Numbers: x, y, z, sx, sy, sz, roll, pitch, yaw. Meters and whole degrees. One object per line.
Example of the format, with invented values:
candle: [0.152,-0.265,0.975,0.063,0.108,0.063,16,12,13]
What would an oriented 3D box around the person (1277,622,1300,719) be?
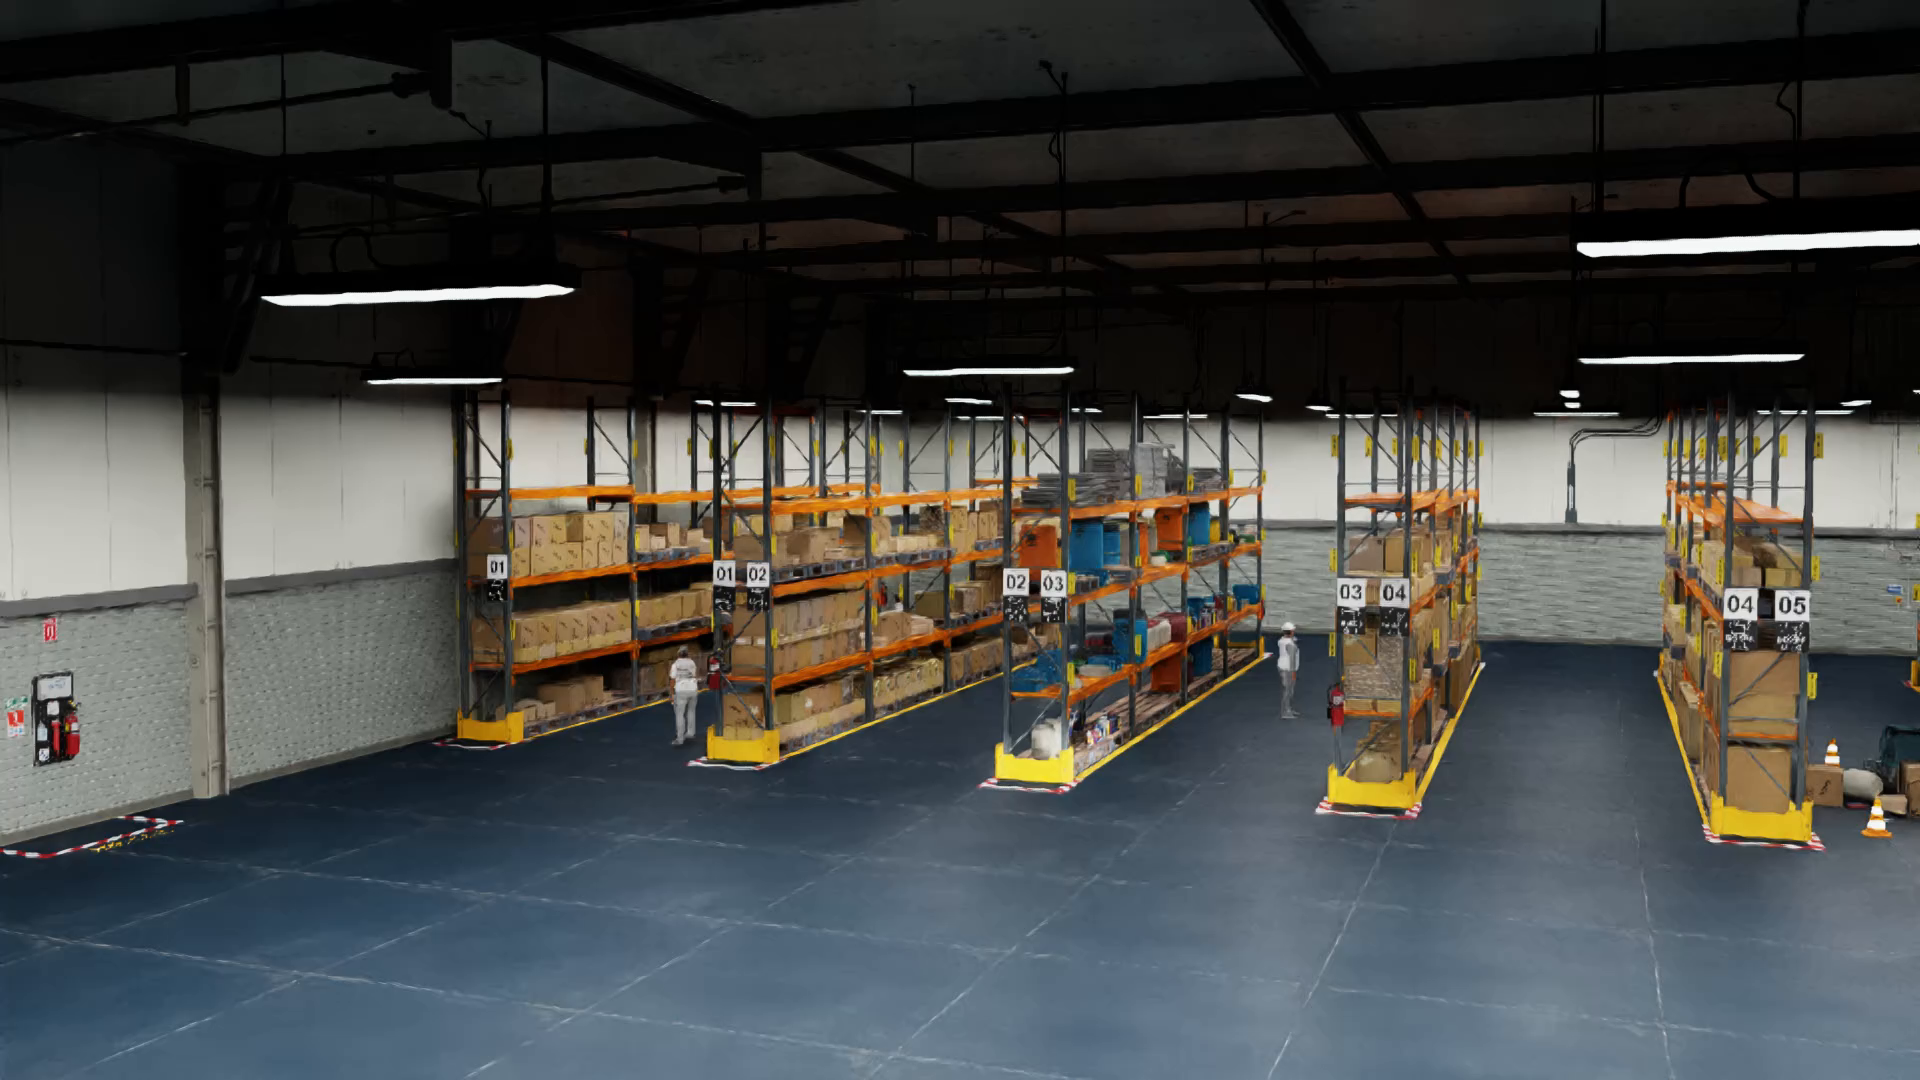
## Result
person: [6.127,2.404,30.817,0.451,1.776,0.584,0,3,-8]

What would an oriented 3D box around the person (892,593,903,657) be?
person: [-1.364,2.040,38.325,0.433,1.684,0.553,0,3,-7]

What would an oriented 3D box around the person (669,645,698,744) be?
person: [-4.710,2.609,28.221,0.523,1.666,0.480,-2,4,-38]
